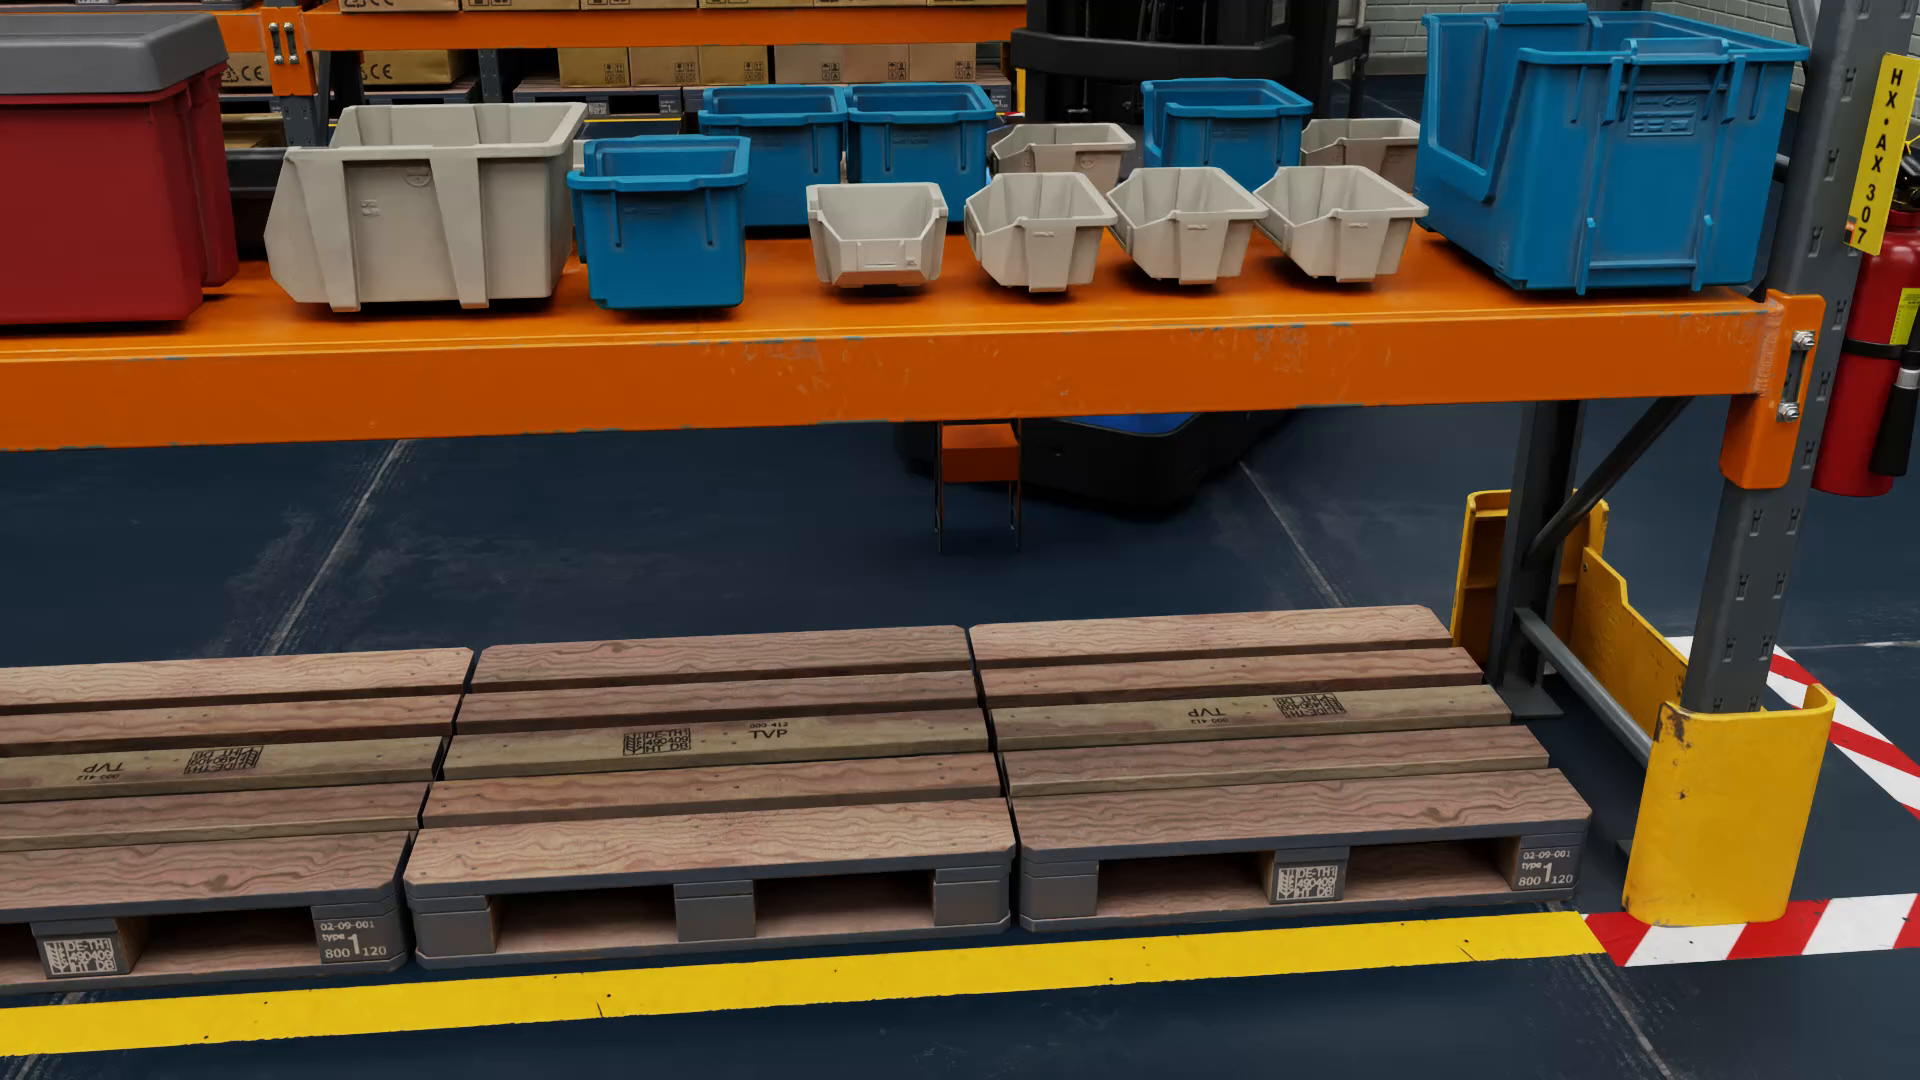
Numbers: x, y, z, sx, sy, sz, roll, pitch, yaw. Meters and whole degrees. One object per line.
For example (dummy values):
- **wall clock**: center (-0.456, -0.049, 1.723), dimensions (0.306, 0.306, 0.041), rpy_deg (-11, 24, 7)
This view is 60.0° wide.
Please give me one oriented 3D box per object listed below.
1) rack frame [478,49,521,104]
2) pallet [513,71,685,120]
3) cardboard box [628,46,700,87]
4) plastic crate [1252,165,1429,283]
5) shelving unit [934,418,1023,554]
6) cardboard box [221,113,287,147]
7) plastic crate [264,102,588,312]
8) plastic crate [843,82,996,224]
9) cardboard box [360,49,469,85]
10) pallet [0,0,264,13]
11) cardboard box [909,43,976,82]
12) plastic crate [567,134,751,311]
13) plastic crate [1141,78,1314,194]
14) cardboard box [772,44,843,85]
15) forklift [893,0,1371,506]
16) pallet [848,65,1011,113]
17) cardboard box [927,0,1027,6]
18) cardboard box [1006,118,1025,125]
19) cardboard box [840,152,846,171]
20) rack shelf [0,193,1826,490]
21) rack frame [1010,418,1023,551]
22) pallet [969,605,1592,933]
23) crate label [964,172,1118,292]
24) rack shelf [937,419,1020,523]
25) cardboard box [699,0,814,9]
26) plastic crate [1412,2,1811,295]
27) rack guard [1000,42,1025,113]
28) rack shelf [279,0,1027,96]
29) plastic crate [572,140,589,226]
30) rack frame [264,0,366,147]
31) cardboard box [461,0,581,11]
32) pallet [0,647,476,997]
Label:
- **rack frame**: center (-3.457, -4.647, 12.012), dimensions (0.127, 3.000, 1.000), rpy_deg (-2, 24, -5)
- **pallet**: center (-2.692, -3.371, 12.575), dimensions (1.213, 0.211, 1.003), rpy_deg (-2, 24, -5)
- **cardboard box**: center (-2.202, -3.704, 12.450), dimensions (0.500, 0.500, 0.700), rpy_deg (-3, 24, -6)
- **plastic crate**: center (0.704, -0.603, 3.165), dimensions (0.243, 0.136, 0.396), rpy_deg (-2, 24, -5)
- **shelving unit**: center (0.053, -0.482, 5.042), dimensions (0.252, 1.050, 0.215), rpy_deg (-2, 24, -5)
- **cardboard box**: center (-3.471, -1.783, 8.104), dimensions (0.500, 0.500, 0.500), rpy_deg (-3, 24, -8)
- **plastic crate**: center (-0.945, -0.602, 2.984), dimensions (0.530, 0.282, 0.437), rpy_deg (-2, 24, -5)
- **plastic crate**: center (-0.091, -0.824, 3.542), dimensions (0.300, 0.233, 0.416), rpy_deg (-2, 24, -5)
- **cardboard box**: center (-4.091, -3.778, 12.186), dimensions (0.750, 0.750, 0.750), rpy_deg (-2, 24, -5)
- **pallet**: center (-3.772, -2.569, 7.574), dimensions (1.213, 0.211, 1.003), rpy_deg (-2, 24, -5)
- **cardboard box**: center (-0.163, -3.788, 12.639), dimensions (0.500, 0.500, 0.700), rpy_deg (-2, 24, -5)
- **plastic crate**: center (-0.521, -0.567, 2.966), dimensions (0.300, 0.233, 0.416), rpy_deg (-2, 24, -5)
- **plastic crate**: center (0.565, -0.850, 3.602), dimensions (0.300, 0.233, 0.416), rpy_deg (-2, 24, -5)
- **cardboard box**: center (-1.161, -3.747, 12.549), dimensions (0.500, 0.500, 0.700), rpy_deg (-3, 24, -7)
- **forklift**: center (0.939, -2.005, 6.152), dimensions (1.130, 2.935, 3.031), rpy_deg (13, 27, 27)
- **pallet**: center (-0.264, -3.469, 12.794), dimensions (1.213, 0.211, 1.003), rpy_deg (-2, 24, -5)
- **cardboard box**: center (0.080, -2.700, 7.509), dimensions (0.500, 0.500, 0.500), rpy_deg (-2, 24, -5)
- **cardboard box**: center (0.498, -1.742, 8.012), dimensions (0.500, 0.500, 0.500), rpy_deg (-2, 24, -5)
- **cardboard box**: center (-0.549, -1.802, 8.455), dimensions (0.500, 0.250, 0.500), rpy_deg (-2, 24, -5)
- **rack shelf**: center (-0.493, -0.394, 3.328), dimensions (4.000, 0.370, 1.077), rpy_deg (-2, 24, -5)
- **rack frame**: center (0.175, -0.487, 5.053), dimensions (0.008, 1.050, 0.200), rpy_deg (-2, 24, -5)
- **pallet**: center (0.673, 0.489, 3.889), dimensions (1.213, 0.211, 1.003), rpy_deg (-2, 24, -5)
- **crate label**: center (0.139, -0.577, 3.105), dimensions (0.243, 0.136, 0.396), rpy_deg (-2, 24, -5)
- **rack shelf**: center (0.053, -0.218, 5.159), dimensions (0.240, 0.259, 0.215), rpy_deg (-2, 24, -5)
- **cardboard box**: center (-0.919, -2.662, 7.424), dimensions (0.500, 0.500, 0.500), rpy_deg (-3, 24, -6)
- **plastic crate**: center (1.183, -0.757, 3.142), dimensions (0.499, 0.435, 0.616), rpy_deg (-2, 24, -5)
- **rack guard**: center (0.548, -3.665, 12.881), dimensions (0.348, 0.500, 1.175), rpy_deg (-2, 24, -5)
- **rack shelf**: center (-0.976, -2.396, 7.833), dimensions (4.000, 0.370, 1.077), rpy_deg (-2, 24, -5)
- **plastic crate**: center (-0.779, -0.740, 3.473), dimensions (0.466, 0.136, 0.293), rpy_deg (-2, 24, -5)
- **rack frame**: center (-2.966, -2.645, 7.507), dimensions (0.127, 3.000, 1.000), rpy_deg (-2, 24, -5)
- **cardboard box**: center (-1.923, -2.622, 7.334), dimensions (0.500, 0.500, 0.500), rpy_deg (-2, 24, -4)
- **pallet**: center (-1.755, 0.587, 3.670), dimensions (1.213, 0.211, 1.003), rpy_deg (-2, 24, -5)
